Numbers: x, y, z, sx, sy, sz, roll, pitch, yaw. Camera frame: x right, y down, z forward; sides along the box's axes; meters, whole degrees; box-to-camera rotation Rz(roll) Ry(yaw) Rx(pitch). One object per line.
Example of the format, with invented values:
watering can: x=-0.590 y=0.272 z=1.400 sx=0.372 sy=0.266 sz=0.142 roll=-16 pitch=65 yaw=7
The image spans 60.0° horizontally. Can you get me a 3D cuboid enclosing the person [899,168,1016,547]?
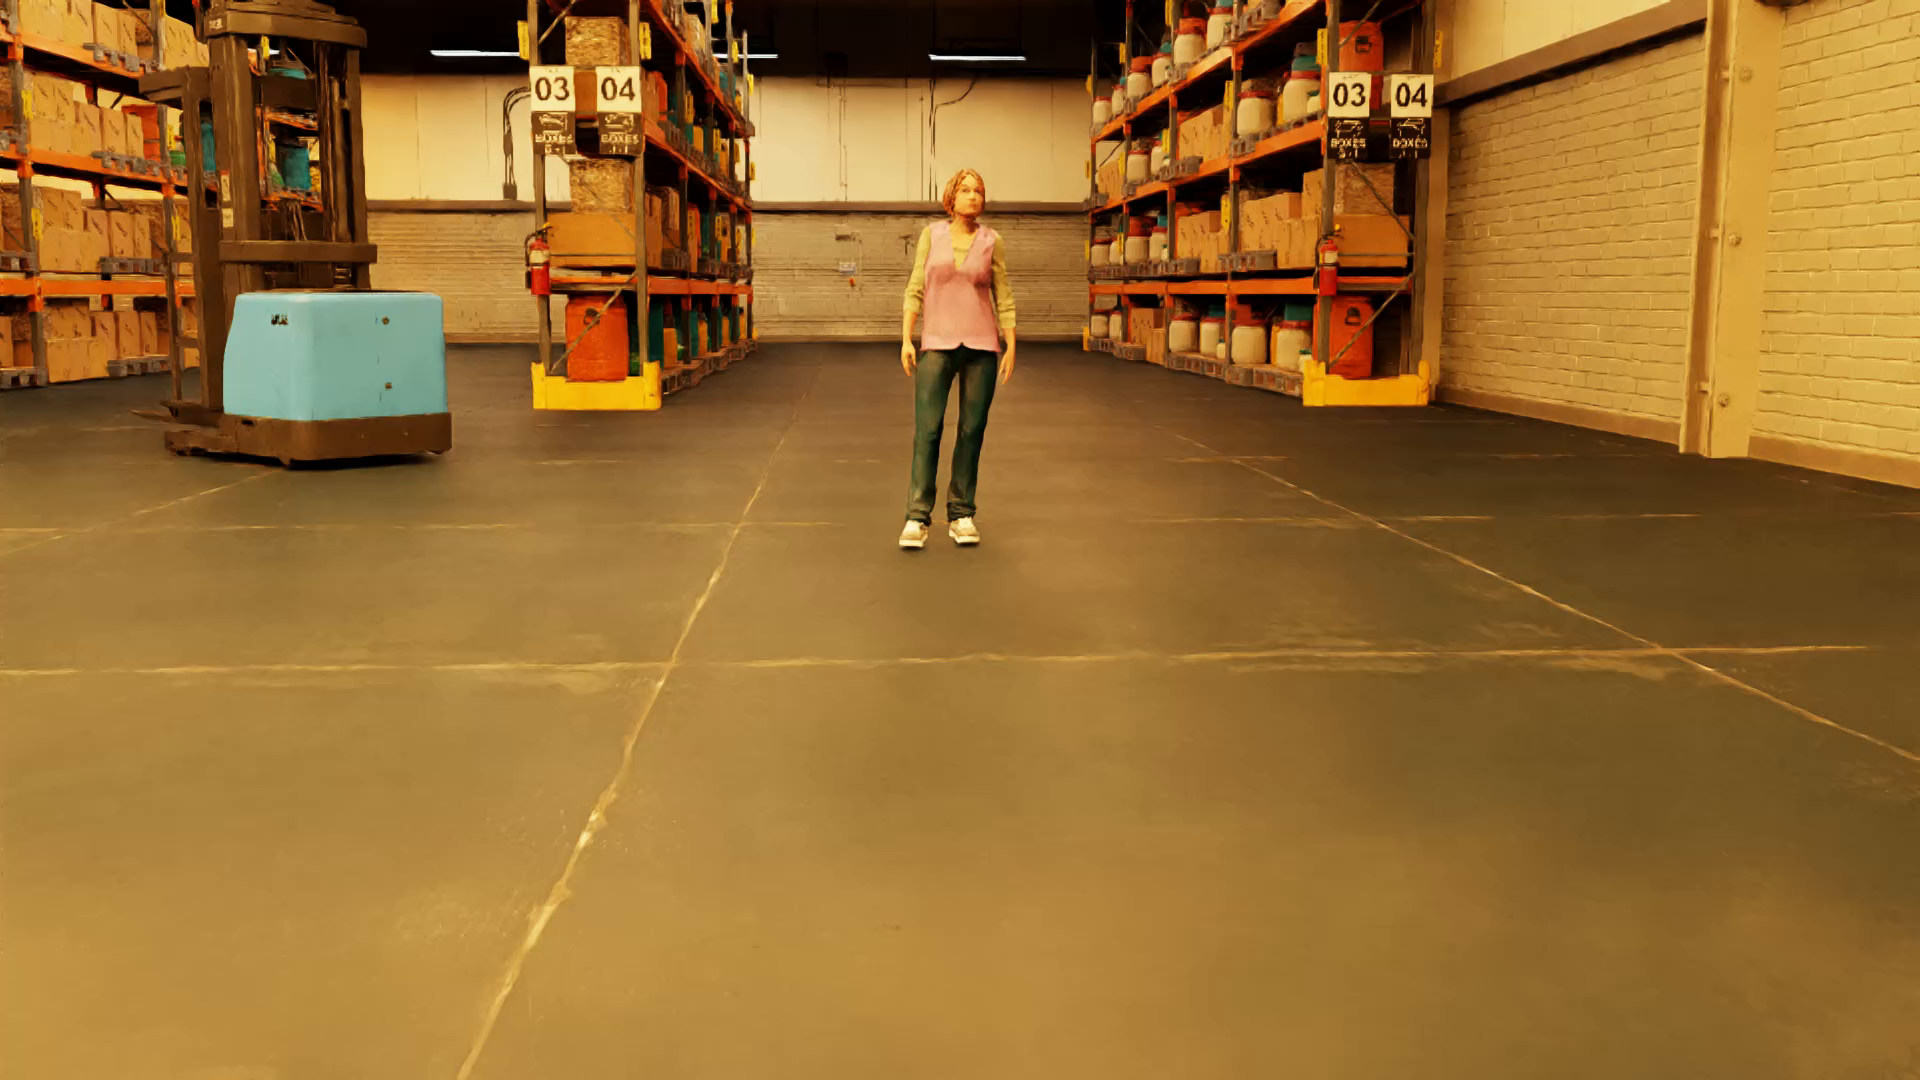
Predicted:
person: x=-0.009 y=-0.786 z=7.118 sx=0.520 sy=1.597 sz=0.474 roll=-1 pitch=8 yaw=-4

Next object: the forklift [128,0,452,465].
forklift: x=-4.739 y=-2.063 z=11.224 sx=3.031 sy=2.935 sz=1.130 roll=7 pitch=11 yaw=41
